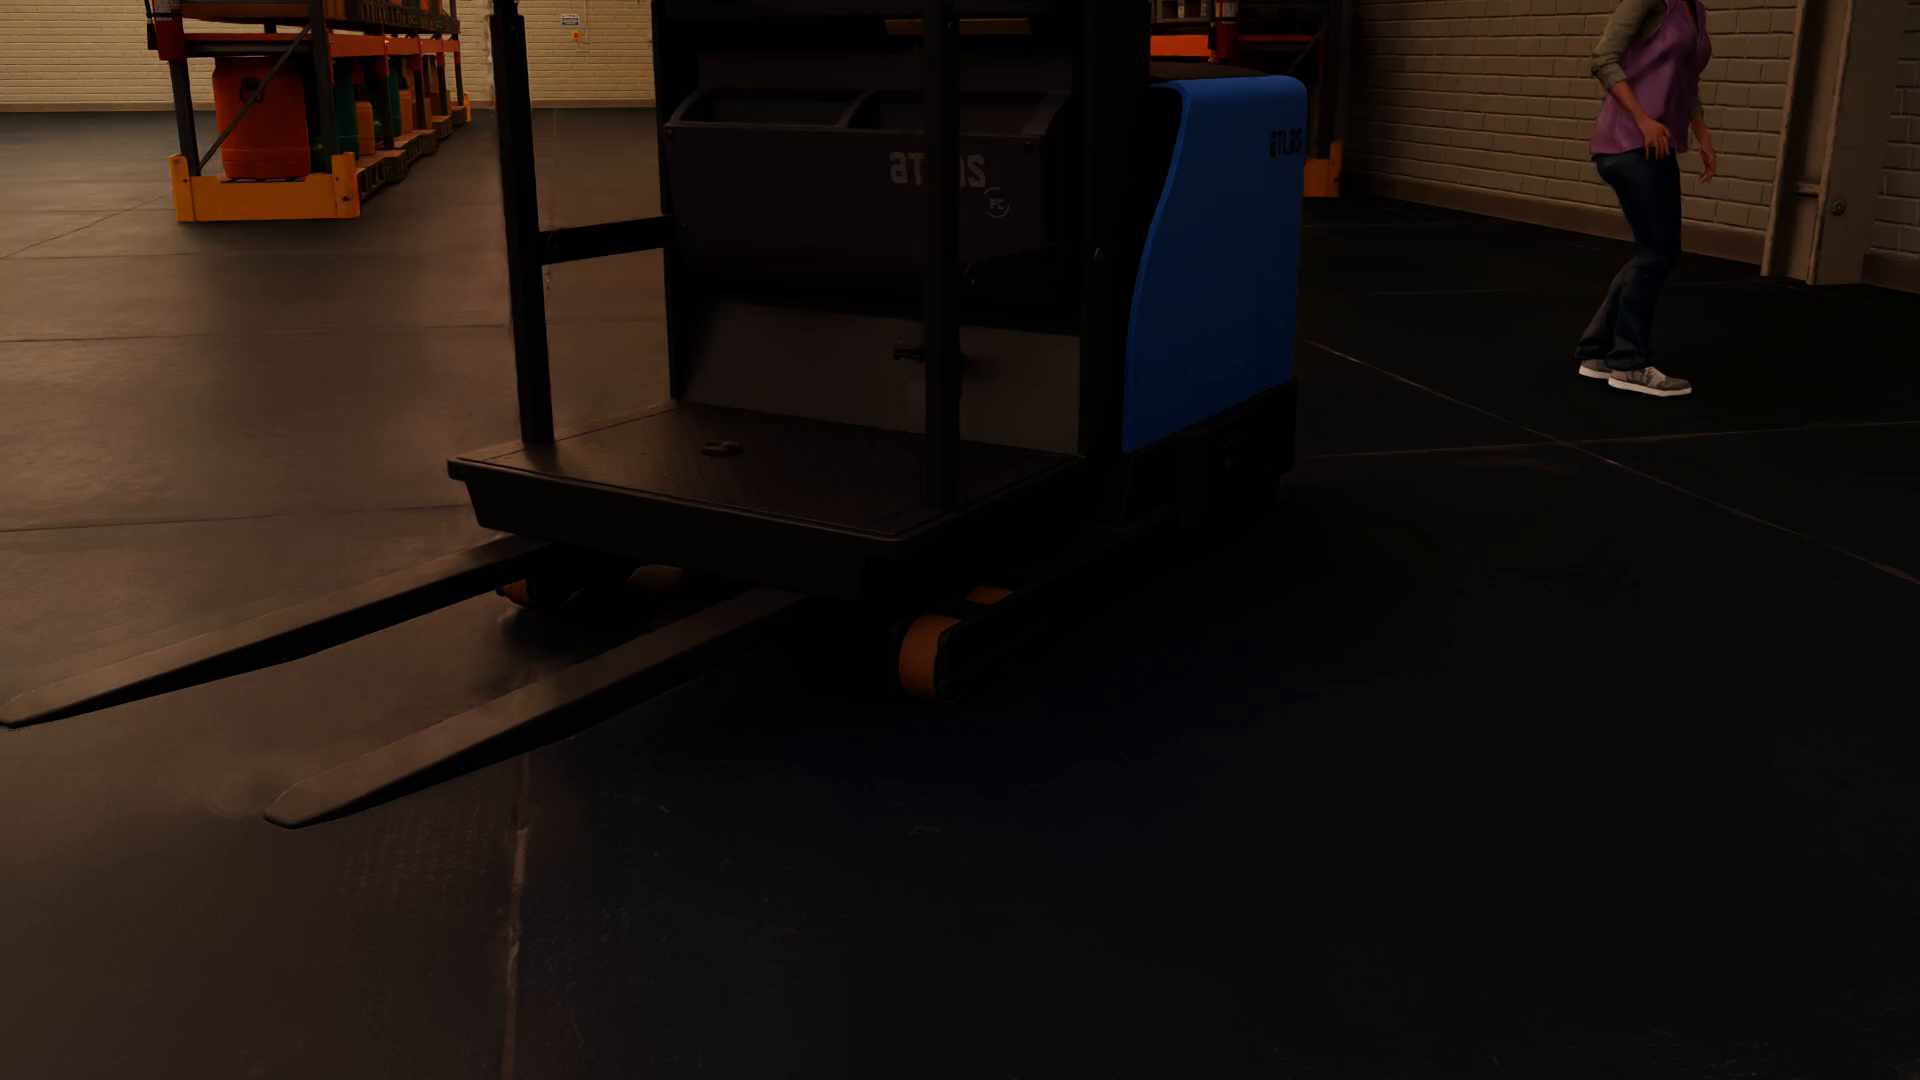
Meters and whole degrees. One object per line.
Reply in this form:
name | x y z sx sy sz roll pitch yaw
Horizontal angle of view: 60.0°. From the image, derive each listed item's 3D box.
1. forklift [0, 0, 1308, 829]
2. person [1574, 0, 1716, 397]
forklift | -0.315 -1.256 3.096 1.130 2.935 3.031 10 19 30
person | 2.383 -1.292 5.633 0.446 1.571 0.611 13 21 37
